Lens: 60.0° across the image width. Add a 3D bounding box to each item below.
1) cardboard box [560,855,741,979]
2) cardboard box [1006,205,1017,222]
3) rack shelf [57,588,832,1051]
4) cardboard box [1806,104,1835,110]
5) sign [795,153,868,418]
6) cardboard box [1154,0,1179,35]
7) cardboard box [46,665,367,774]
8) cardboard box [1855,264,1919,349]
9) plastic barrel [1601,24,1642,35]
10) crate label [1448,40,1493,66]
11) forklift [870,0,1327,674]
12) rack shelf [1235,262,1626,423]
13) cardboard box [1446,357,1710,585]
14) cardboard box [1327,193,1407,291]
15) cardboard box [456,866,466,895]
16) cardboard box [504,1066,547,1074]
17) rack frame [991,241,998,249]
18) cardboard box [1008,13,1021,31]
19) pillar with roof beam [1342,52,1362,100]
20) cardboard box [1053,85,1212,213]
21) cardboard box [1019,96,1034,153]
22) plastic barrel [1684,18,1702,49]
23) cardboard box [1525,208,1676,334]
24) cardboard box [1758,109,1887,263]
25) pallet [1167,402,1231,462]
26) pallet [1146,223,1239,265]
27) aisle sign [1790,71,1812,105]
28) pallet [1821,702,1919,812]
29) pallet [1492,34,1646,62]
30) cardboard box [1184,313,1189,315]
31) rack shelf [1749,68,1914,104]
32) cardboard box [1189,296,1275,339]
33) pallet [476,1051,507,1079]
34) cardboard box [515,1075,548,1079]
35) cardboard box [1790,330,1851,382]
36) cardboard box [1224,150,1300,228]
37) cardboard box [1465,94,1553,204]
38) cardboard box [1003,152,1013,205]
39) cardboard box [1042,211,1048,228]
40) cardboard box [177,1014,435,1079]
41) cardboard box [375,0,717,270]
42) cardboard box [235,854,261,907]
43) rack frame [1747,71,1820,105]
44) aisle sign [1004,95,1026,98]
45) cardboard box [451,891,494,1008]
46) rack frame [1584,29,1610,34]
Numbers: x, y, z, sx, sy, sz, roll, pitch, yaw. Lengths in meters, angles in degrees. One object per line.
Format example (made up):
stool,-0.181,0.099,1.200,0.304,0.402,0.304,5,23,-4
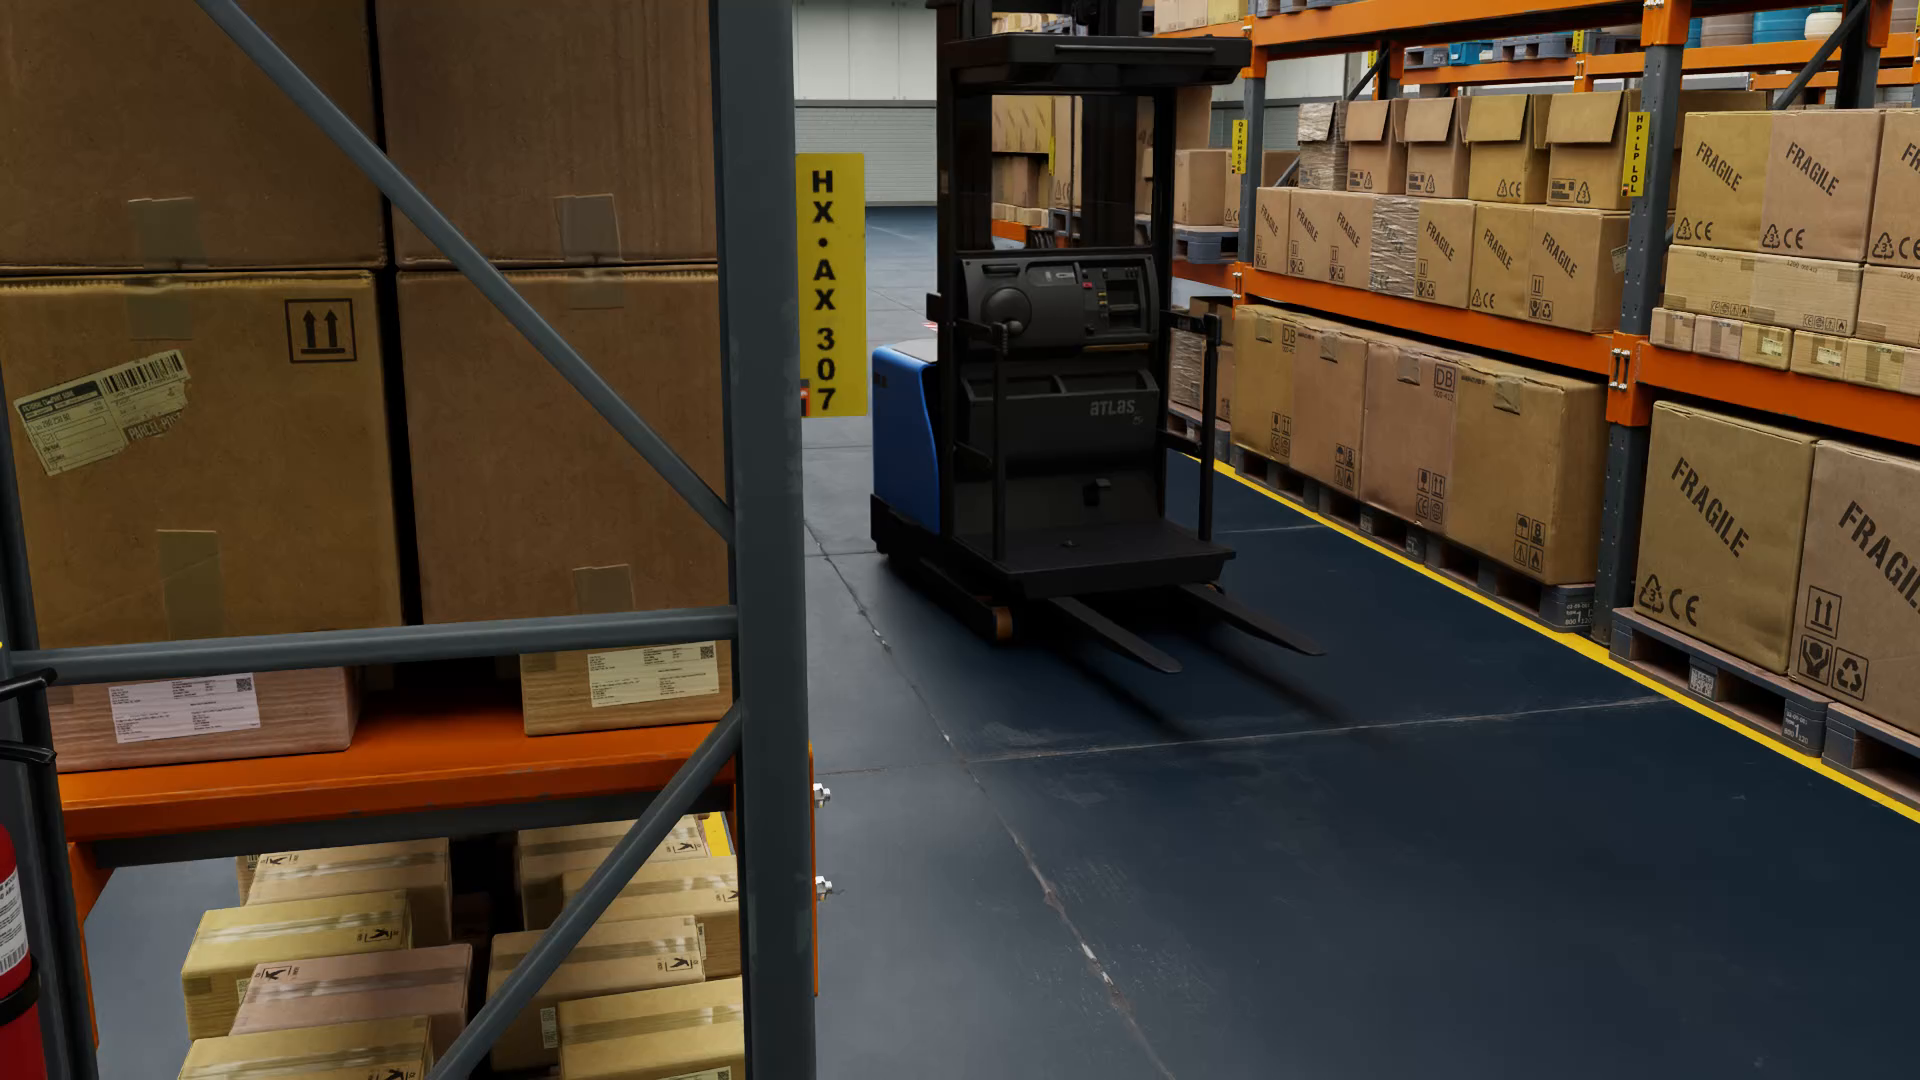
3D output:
cardboard box,-0.603,0.766,3.339,0.380,0.149,0.250,-3,14,-13
cardboard box,0.658,-3.143,16.002,0.380,0.149,0.250,-3,14,-13
rack shelf,-1.164,0.024,4.023,1.077,0.370,4.000,-3,14,-13
cardboard box,10.262,-4.796,19.295,0.700,0.500,0.500,-4,14,-15
sign,-0.167,-0.315,2.070,0.100,0.325,0.005,-3,14,-13
cardboard box,1.677,-3.672,11.634,0.500,0.250,0.500,-3,14,-12
cardboard box,-1.046,0.199,2.322,0.380,0.149,0.250,-3,14,-13
cardboard box,3.306,-0.754,5.383,0.500,0.250,0.500,-3,14,-12
plastic barrel,6.237,-4.987,15.579,0.421,0.512,0.421,0,14,0
crate label,5.326,-5.019,17.142,0.502,0.251,0.408,-3,14,-13
forklift,0.532,-1.090,7.213,1.130,2.935,3.031,-5,15,-20
rack shelf,2.742,-1.152,8.836,1.077,0.370,4.000,-3,14,-13
cardboard box,3.042,-0.358,7.665,1.225,0.875,0.875,-3,14,-13
cardboard box,2.369,-1.647,9.137,0.500,0.500,0.500,-4,14,-14
cardboard box,-1.394,0.912,3.995,0.380,0.149,0.250,-3,14,-12
cardboard box,-0.721,0.920,3.338,0.380,0.149,0.250,-3,14,-12
rack frame,0.393,-3.808,18.194,1.000,3.000,0.127,-3,14,-13
cardboard box,0.661,-4.826,15.515,0.380,0.149,0.250,-3,14,-11
pillar with roof beam,6.022,-12.734,42.088,9.100,9.000,0.400,-3,14,-13
cardboard box,1.383,-3.190,13.513,1.000,1.000,1.000,-3,14,-13
cardboard box,0.841,-3.768,15.085,0.500,0.500,0.500,-3,14,-13
plastic barrel,6.477,-4.757,14.700,0.600,0.901,0.708,-3,14,-13
cardboard box,2.836,-1.181,7.230,0.500,0.500,0.500,-3,14,-13
cardboard box,3.183,-1.237,5.779,0.500,0.500,0.500,-3,14,-13
pallet,2.090,-0.788,11.709,1.003,0.211,1.213,-3,14,-13
pallet,2.001,-2.028,11.311,1.213,0.211,1.003,-3,14,-13
aisle sign,10.293,-5.654,20.271,0.394,0.787,0.004,-3,14,-13
pallet,3.604,0.777,5.303,1.003,0.211,1.213,-3,14,-13
pallet,5.882,-4.688,15.872,1.213,0.211,1.003,-3,14,-13
cardboard box,1.681,-1.502,13.093,0.700,0.500,0.500,-5,14,-18
rack shelf,10.493,-5.006,18.291,1.077,0.370,4.000,-3,14,-13
cardboard box,1.951,-1.601,11.919,0.500,0.250,0.500,-2,14,-7
pallet,-0.868,1.284,3.227,1.003,0.211,1.213,-3,14,-13
cardboard box,-0.647,1.123,3.134,0.380,0.149,0.250,-3,14,-13
cardboard box,3.145,-0.649,5.792,0.380,0.149,0.250,-4,14,-15
cardboard box,2.106,-2.337,11.079,0.500,0.500,0.500,-5,15,-20
cardboard box,2.903,-1.881,7.983,0.797,0.503,0.637,-3,14,-13
cardboard box,0.911,-3.530,16.219,0.875,0.500,0.500,-3,14,-13
cardboard box,0.947,-2.855,14.821,0.380,0.149,0.250,-3,14,-13
cardboard box,-1.065,0.920,2.709,0.380,0.149,0.250,-3,14,-13
cardboard box,-0.542,-0.661,2.368,0.500,0.500,0.500,-3,14,-14
cardboard box,-1.369,0.684,3.675,0.380,0.149,0.250,-3,14,-11
rack frame,10.023,-4.359,20.450,1.000,3.000,0.127,-3,14,-13
aisle sign,0.670,-5.102,18.012,0.394,0.787,0.004,-3,14,-13
cardboard box,-1.182,0.879,3.503,0.380,0.149,0.250,-3,14,-14
rack frame,6.147,-6.076,14.835,1.000,3.000,0.127,-3,14,-13
